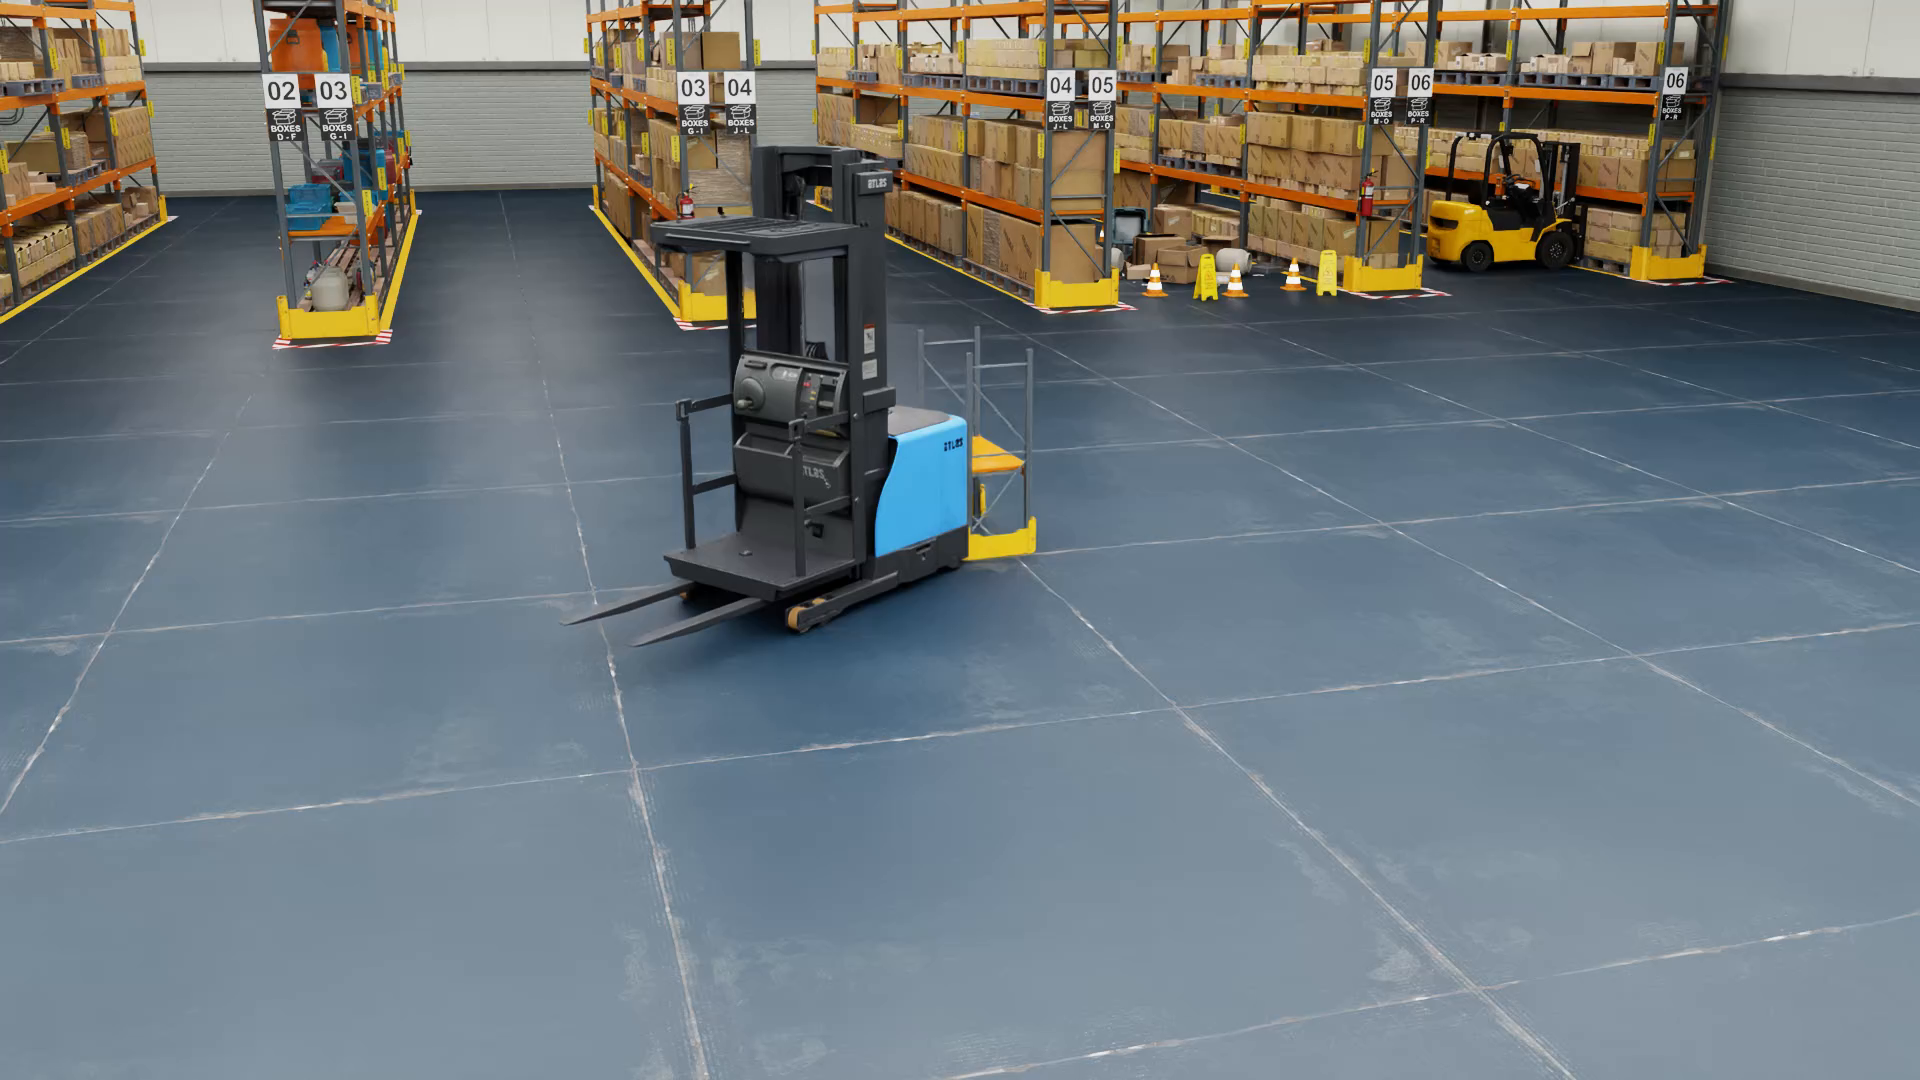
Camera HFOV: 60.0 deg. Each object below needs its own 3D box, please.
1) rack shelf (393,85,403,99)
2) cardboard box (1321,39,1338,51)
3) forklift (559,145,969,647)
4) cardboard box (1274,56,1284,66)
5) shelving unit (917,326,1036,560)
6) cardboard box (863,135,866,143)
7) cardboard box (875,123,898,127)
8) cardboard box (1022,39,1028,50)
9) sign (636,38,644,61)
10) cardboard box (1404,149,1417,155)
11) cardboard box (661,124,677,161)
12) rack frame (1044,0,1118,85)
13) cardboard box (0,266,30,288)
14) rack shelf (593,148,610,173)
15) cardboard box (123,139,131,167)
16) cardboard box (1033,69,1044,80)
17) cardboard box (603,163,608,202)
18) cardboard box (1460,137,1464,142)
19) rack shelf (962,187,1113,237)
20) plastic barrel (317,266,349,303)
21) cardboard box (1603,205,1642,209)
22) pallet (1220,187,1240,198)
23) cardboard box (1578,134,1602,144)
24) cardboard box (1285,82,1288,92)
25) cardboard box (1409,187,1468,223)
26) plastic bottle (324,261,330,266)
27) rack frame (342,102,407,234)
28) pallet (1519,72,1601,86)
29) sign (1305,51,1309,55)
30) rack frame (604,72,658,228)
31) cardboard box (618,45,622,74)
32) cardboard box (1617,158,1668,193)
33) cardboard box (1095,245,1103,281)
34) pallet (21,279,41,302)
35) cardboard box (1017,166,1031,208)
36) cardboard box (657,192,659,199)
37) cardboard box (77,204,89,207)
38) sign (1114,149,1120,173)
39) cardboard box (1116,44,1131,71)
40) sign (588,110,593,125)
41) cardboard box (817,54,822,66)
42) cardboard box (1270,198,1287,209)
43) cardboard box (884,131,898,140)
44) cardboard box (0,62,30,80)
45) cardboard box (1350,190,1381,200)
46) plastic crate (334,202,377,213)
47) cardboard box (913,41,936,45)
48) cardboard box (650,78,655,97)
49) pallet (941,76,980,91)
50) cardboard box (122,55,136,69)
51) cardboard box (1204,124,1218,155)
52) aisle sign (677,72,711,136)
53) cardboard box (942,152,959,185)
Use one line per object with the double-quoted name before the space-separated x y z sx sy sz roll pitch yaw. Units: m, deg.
"rack shelf" -11.765 -8.988 33.196 1.077 0.370 4.000 -5 17 -15
"cardboard box" 7.997 -10.738 36.068 0.396 0.266 0.258 -5 17 -16
"forklift" -1.232 -0.979 10.617 1.130 2.935 3.031 12 21 36
"cardboard box" 5.257 -7.672 26.615 0.380 0.149 0.250 -5 17 -16
"shelving unit" 0.092 -0.746 12.328 0.587 1.500 1.083 -6 18 -20
"cardboard box" -1.697 -7.887 32.685 0.380 0.149 0.250 -4 17 -13
"cardboard box" -1.550 -8.446 34.664 0.500 0.500 0.500 -5 17 -16
"cardboard box" 1.085 -6.933 23.250 0.380 0.149 0.250 -4 17 -14
"sign" -4.787 -7.349 24.907 0.100 0.325 0.005 -5 17 -15
"cardboard box" 8.967 -7.451 32.305 0.500 0.250 0.500 -5 17 -16
"cardboard box" -3.951 -5.632 23.559 0.500 0.500 0.500 -5 17 -15
"rack frame" 1.642 -7.652 22.285 1.000 3.000 0.127 -5 17 -15
"cardboard box" -13.653 -3.755 23.787 0.500 0.250 0.500 -5 17 -17
"rack shelf" -7.003 -7.943 34.931 1.077 0.370 4.000 -5 17 -15
"cardboard box" -16.001 -7.304 31.379 0.500 0.500 0.500 -4 17 -14
"cardboard box" 1.224 -6.410 22.895 0.380 0.149 0.250 -5 17 -15
"cardboard box" -7.299 -7.854 36.346 0.875 0.875 0.875 -5 17 -15
"cardboard box" 9.422 -7.415 30.623 0.380 0.149 0.250 -5 17 -17
"rack shelf" 1.092 -4.988 25.093 1.077 0.370 4.000 -5 17 -15
"plastic barrel" -8.310 -3.348 21.977 0.421 0.512 0.421 0 17 0
"cardboard box" 10.927 -5.380 27.460 0.500 0.250 0.500 -5 17 -16
"pallet" 6.989 -8.441 40.185 1.003 0.211 1.213 -5 17 -15
"cardboard box" 10.417 -6.599 27.389 0.380 0.149 0.250 -4 17 -14
"cardboard box" 5.410 -7.232 26.536 0.380 0.149 0.250 -5 18 -17
"cardboard box" 9.292 -6.515 32.324 0.875 0.625 0.625 -4 17 -13
"plastic bottle" -9.055 -3.827 23.819 0.144 0.351 0.185 -5 17 -15
"rack frame" -11.215 -7.343 31.682 1.000 3.000 0.127 -5 17 -15
"pallet" 10.305 -7.859 28.340 1.003 0.211 1.213 -5 17 -15
"sign" 5.794 -8.034 27.871 0.100 0.325 0.005 -5 17 -15
"rack frame" -6.453 -7.734 32.986 1.000 3.000 0.127 -5 17 -15
"cardboard box" -5.912 -8.708 30.111 0.500 0.500 0.500 -4 17 -12
"cardboard box" 10.757 -5.755 26.224 0.500 0.500 0.500 -5 17 -16
"cardboard box" 1.956 -4.341 26.031 0.500 0.500 0.500 -2 17 -6
"pallet" -14.020 -3.604 24.085 1.003 0.211 1.213 -5 17 -15
"cardboard box" 1.324 -5.100 23.957 0.875 0.550 0.550 -5 17 -15
"cardboard box" -4.333 -5.181 24.922 0.380 0.149 0.250 -5 17 -15
"cardboard box" -16.080 -5.813 30.169 0.500 0.500 0.500 -6 18 -18
"sign" 2.177 -5.274 23.153 0.100 0.325 0.005 -5 17 -15
"cardboard box" 3.412 -9.561 32.951 0.500 0.500 0.500 -5 17 -15
"sign" -8.087 -9.251 36.393 0.100 0.325 0.005 -5 17 -15
"cardboard box" -2.882 -10.664 36.918 0.500 0.250 0.500 -4 17 -14
"cardboard box" 5.296 -5.493 27.143 0.380 0.149 0.250 -4 17 -13
"cardboard box" -1.199 -7.527 30.968 0.380 0.149 0.250 -5 17 -16
"cardboard box" -14.539 -7.147 25.347 0.500 0.250 0.500 -4 17 -14
"cardboard box" 6.065 -5.165 24.868 0.380 0.149 0.250 -4 17 -13
"plastic crate" -8.327 -4.574 22.925 0.530 0.136 0.437 -5 17 -15
"cardboard box" -0.653 -9.187 31.103 0.396 0.266 0.258 -5 17 -15
"cardboard box" -4.227 -6.595 24.242 0.500 0.250 0.500 -5 17 -16
"pallet" 0.243 -7.480 27.259 0.805 0.209 1.217 -5 18 -17
"cardboard box" -16.554 -9.402 32.717 0.500 0.250 0.500 -5 17 -15
"cardboard box" 4.653 -7.086 29.408 0.500 0.500 0.500 -4 17 -13
"aisle sign" -3.427 -5.619 21.426 0.394 0.787 0.004 -5 17 -15
"cardboard box" 0.003 -6.196 27.693 0.500 0.500 0.500 -5 17 -16
